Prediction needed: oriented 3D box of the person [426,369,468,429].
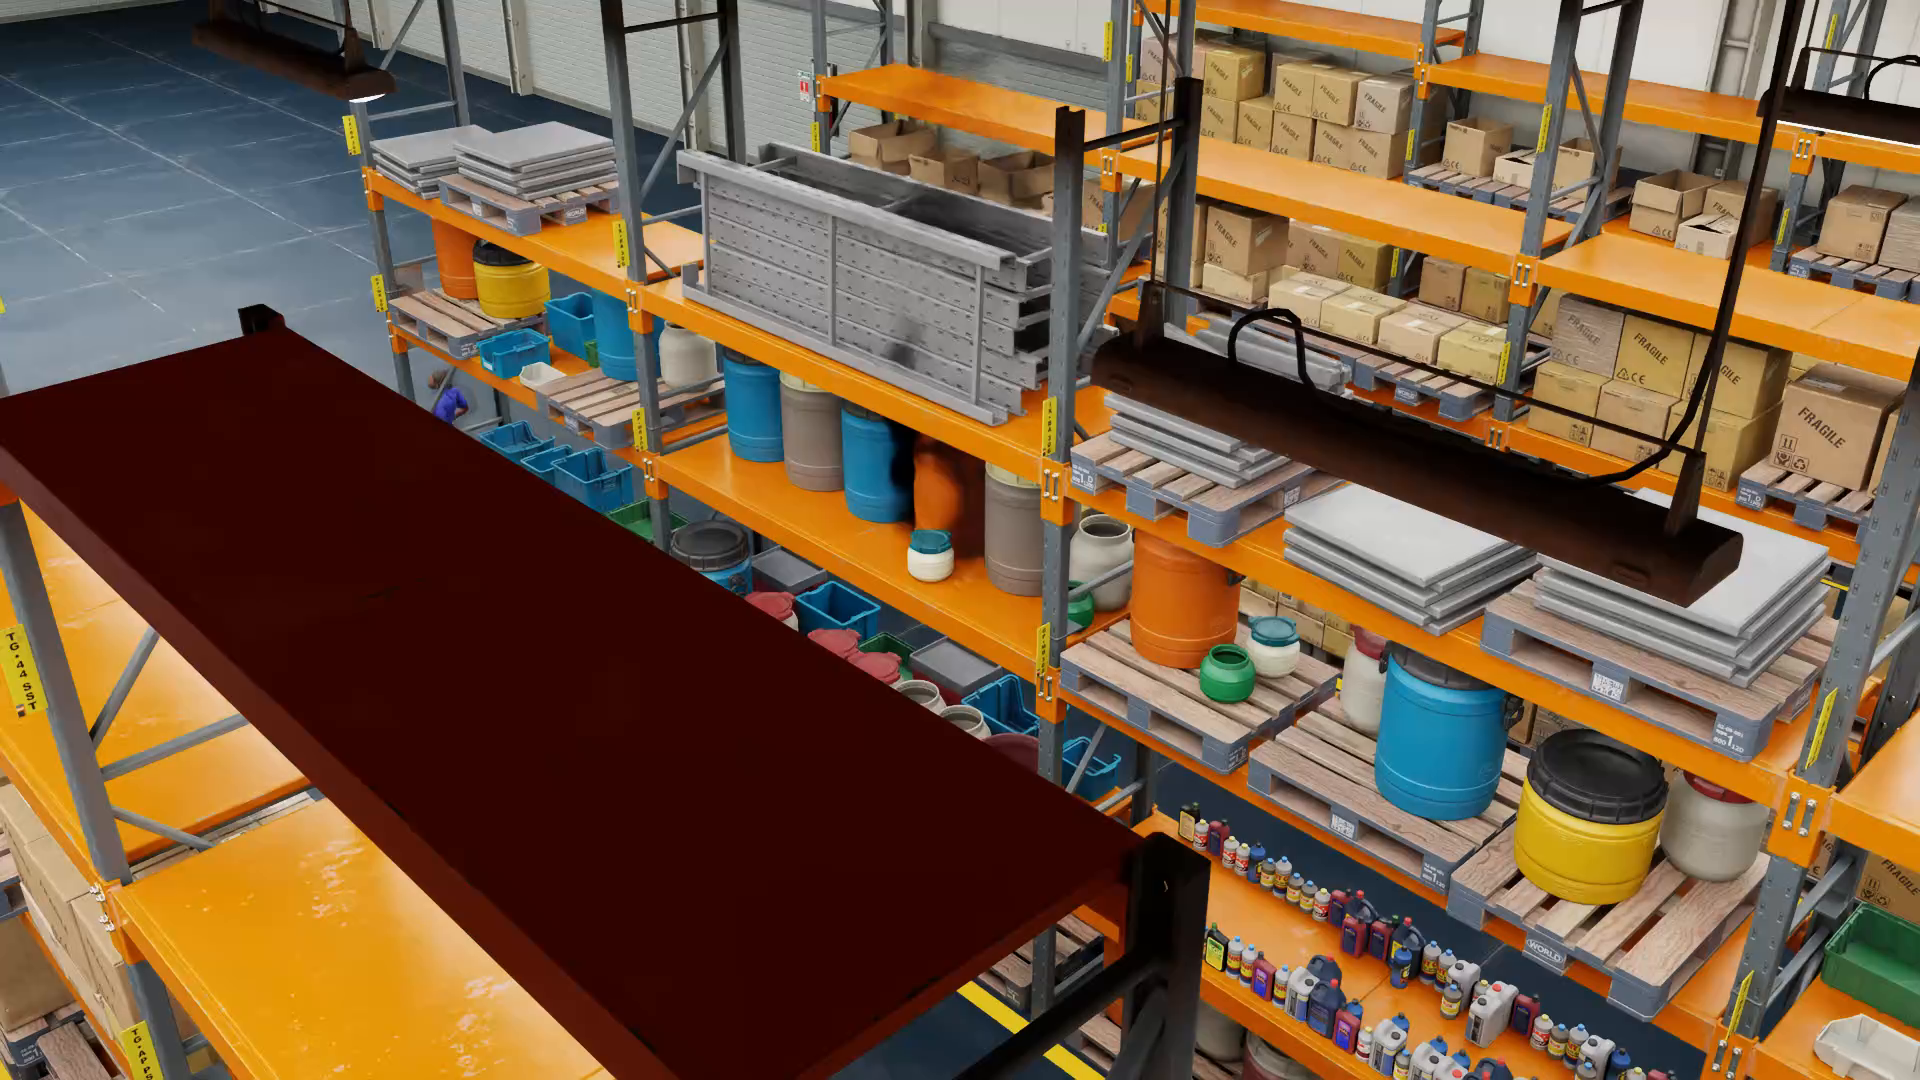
[{"bbox_3d":[-5.218,-0.938,17.047,0.656,1.566,0.601,1,28,2],"label":"person"}]
